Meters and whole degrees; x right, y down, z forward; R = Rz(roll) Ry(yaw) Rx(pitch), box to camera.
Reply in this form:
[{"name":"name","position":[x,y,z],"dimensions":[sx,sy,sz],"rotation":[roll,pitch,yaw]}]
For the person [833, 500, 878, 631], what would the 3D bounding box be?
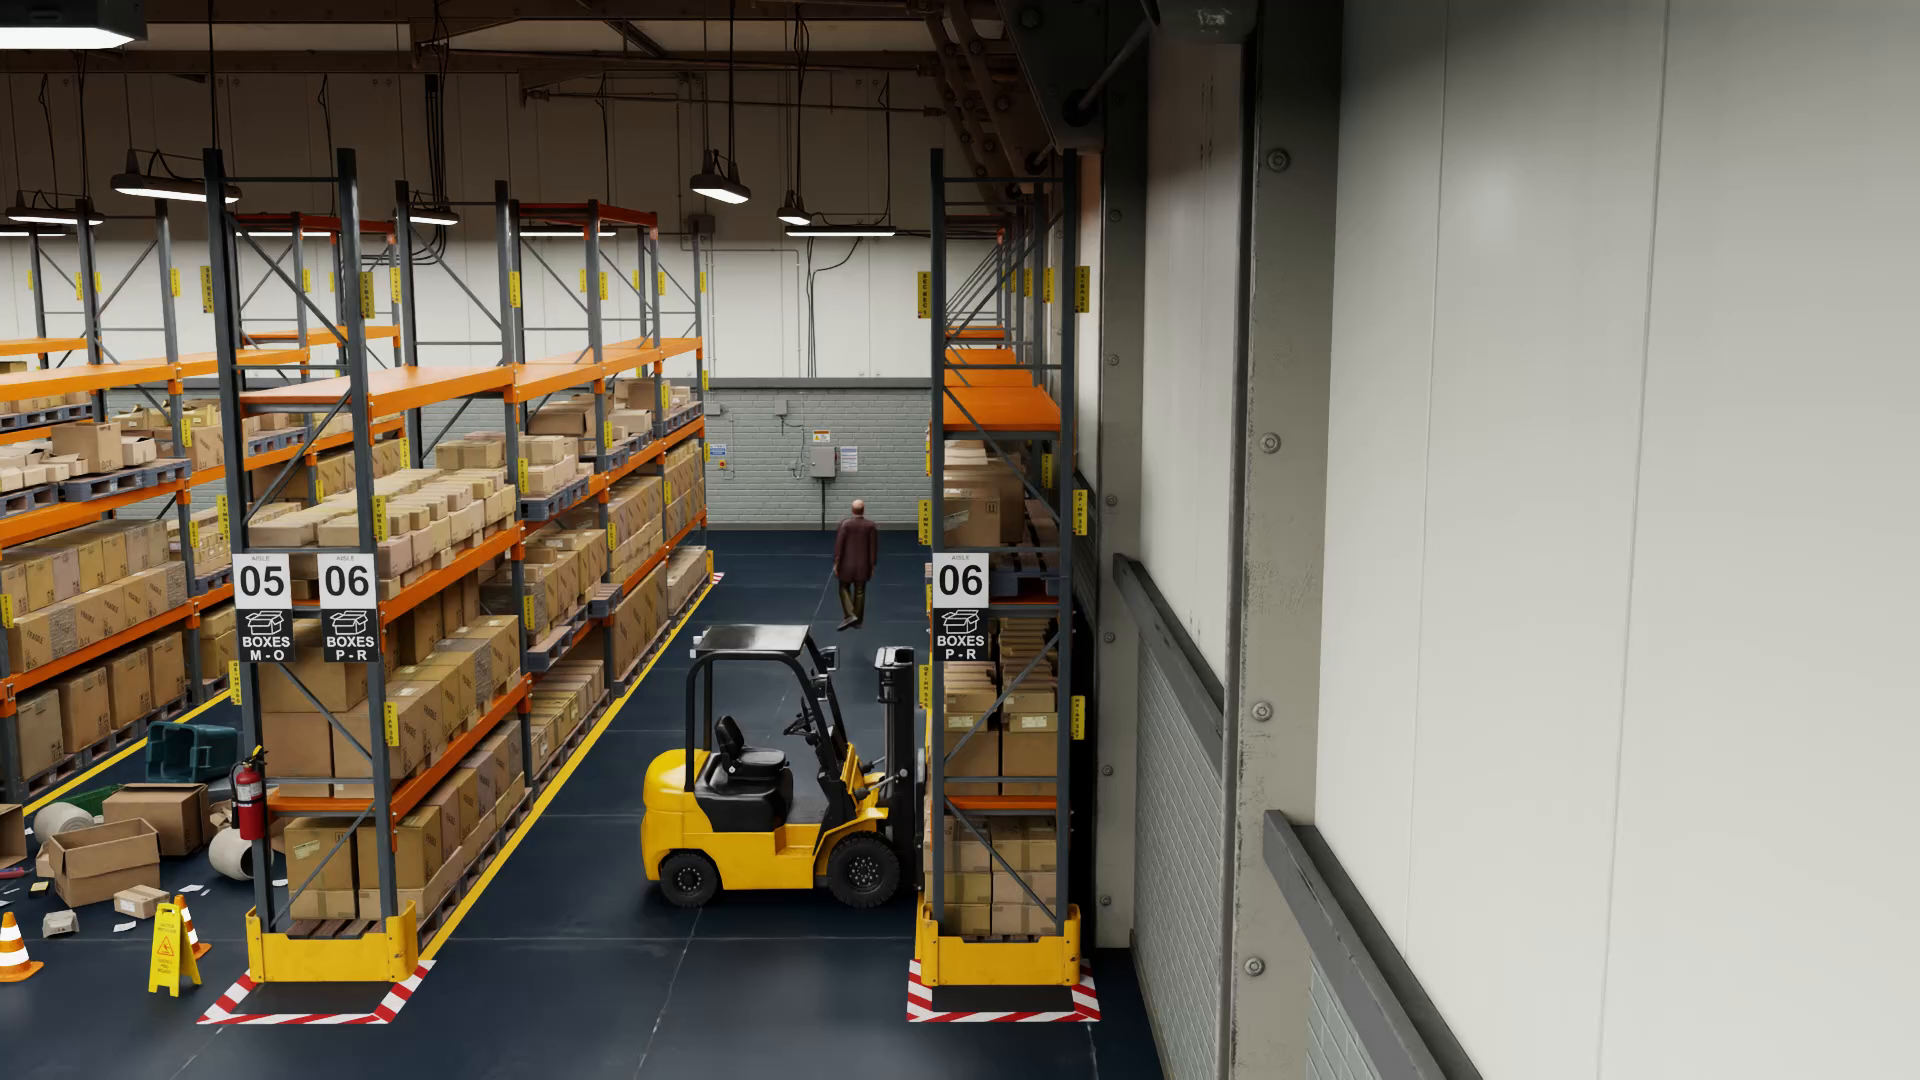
[{"name":"person","position":[-1.433,0.354,22.820],"dimensions":[0.626,1.808,0.497],"rotation":[-2,9,-14]}]
